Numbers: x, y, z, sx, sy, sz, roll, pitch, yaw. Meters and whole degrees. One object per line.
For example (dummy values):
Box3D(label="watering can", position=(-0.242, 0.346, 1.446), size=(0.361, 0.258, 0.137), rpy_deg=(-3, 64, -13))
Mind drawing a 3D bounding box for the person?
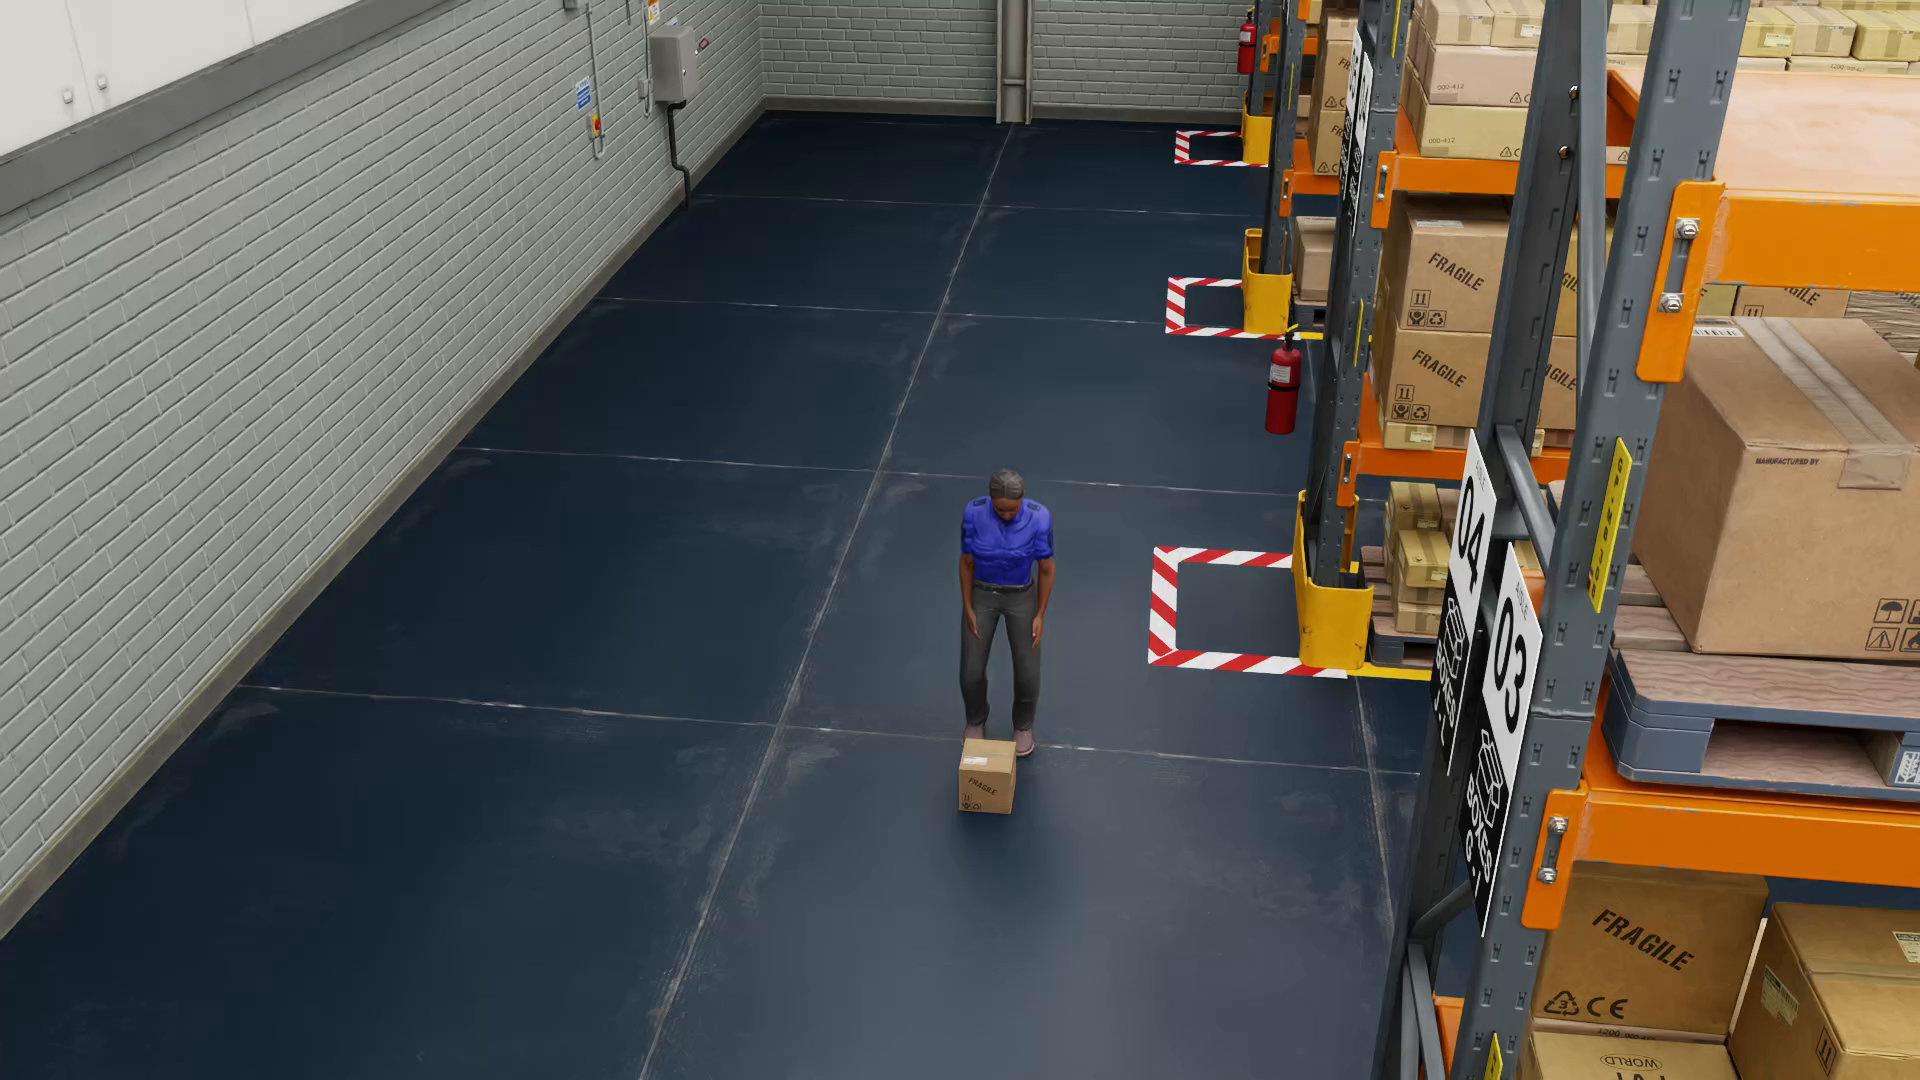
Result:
Box3D(label="person", position=(0.228, 0.331, 8.109), size=(0.465, 1.588, 0.411), rpy_deg=(4, 29, 8))
